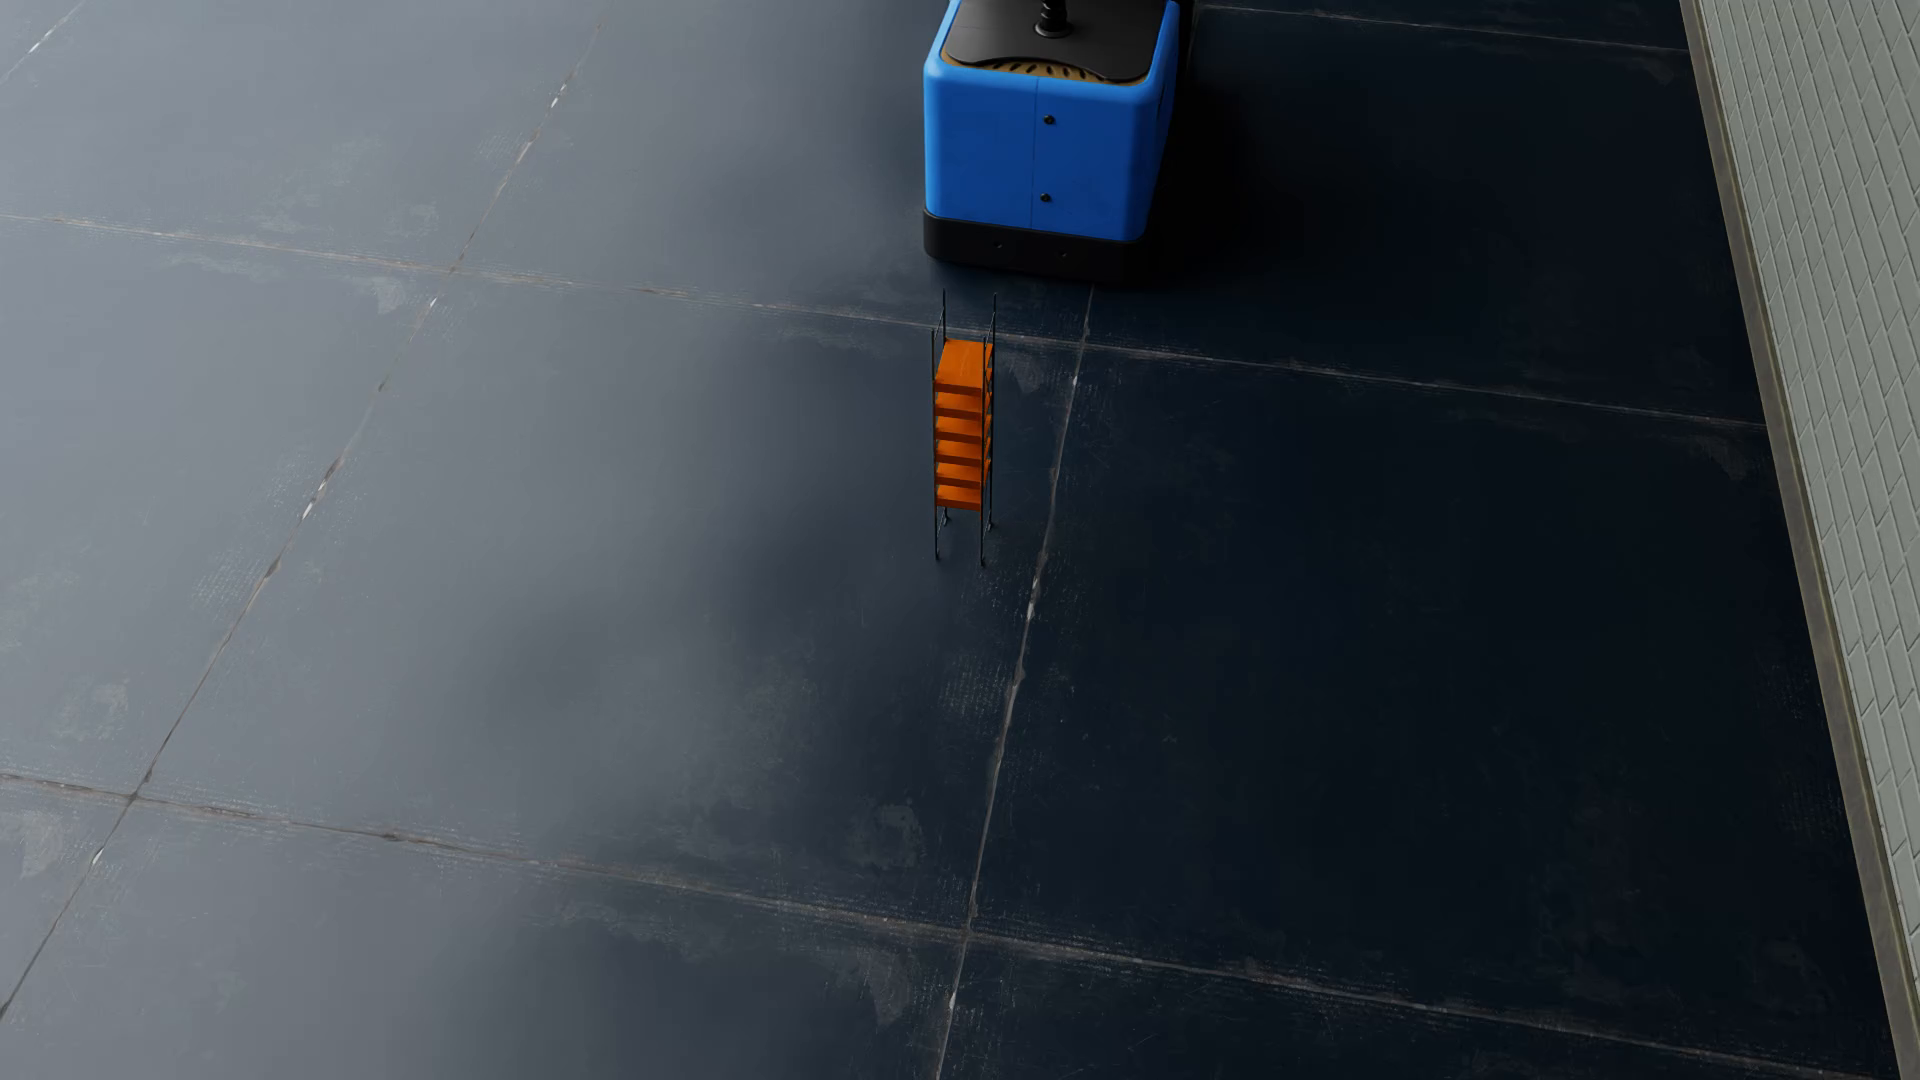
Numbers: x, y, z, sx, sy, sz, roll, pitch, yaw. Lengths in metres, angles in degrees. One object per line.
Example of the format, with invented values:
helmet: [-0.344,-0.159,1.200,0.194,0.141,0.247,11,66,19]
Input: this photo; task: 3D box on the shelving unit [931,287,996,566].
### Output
shelving unit: [0.014,-0.399,6.274,0.189,1.200,0.258,8,49,7]

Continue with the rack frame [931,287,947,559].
rack frame: [-0.076,-0.411,6.285,0.006,1.200,0.240,8,49,7]

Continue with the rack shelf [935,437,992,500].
rack shelf: [0.014,-0.289,6.396,0.180,0.103,0.258,8,49,7]

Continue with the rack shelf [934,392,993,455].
rack shelf: [0.014,-0.450,6.218,0.180,0.103,0.258,8,49,7]

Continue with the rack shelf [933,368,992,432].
rack shelf: [0.014,-0.530,6.128,0.180,0.103,0.258,8,49,7]

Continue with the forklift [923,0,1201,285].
forklift: [0.641,-3.278,7.697,1.130,2.935,3.031,9,49,8]

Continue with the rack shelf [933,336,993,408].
rack shelf: [0.014,-0.610,6.039,0.180,0.103,0.258,8,49,7]

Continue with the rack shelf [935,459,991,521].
rack shelf: [0.014,-0.209,6.486,0.180,0.103,0.258,8,49,7]

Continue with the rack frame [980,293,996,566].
rack frame: [0.104,-0.387,6.263,0.006,1.200,0.240,8,49,7]

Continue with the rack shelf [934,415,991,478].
rack shelf: [0.014,-0.369,6.307,0.180,0.103,0.258,8,49,7]
